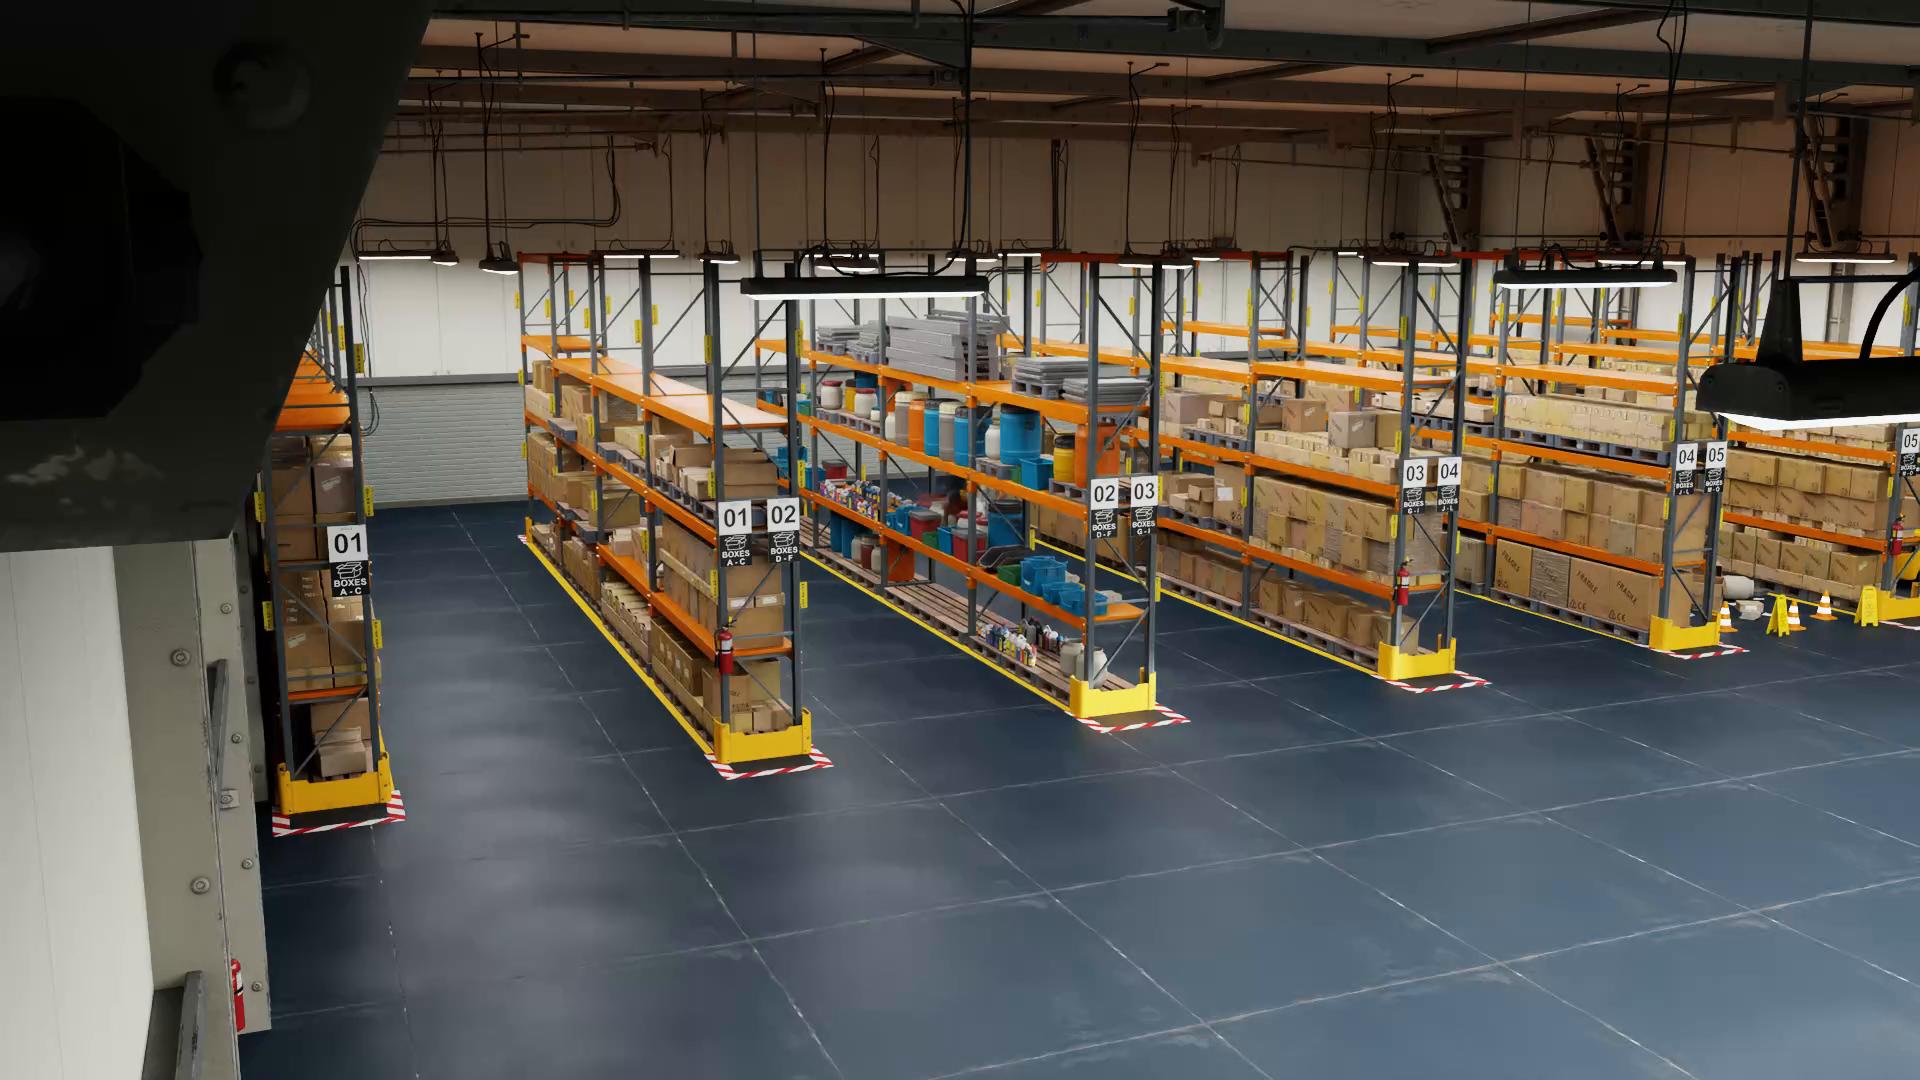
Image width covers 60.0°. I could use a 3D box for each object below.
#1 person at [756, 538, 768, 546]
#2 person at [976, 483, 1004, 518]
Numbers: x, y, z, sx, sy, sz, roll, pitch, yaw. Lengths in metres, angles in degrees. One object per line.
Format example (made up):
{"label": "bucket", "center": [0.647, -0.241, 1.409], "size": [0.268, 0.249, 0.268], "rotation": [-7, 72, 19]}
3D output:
{"label": "person", "center": [-3.271, 0.066, 28.329], "size": [0.622, 1.821, 0.847], "rotation": [-5, 11, -24]}
{"label": "person", "center": [0.518, -0.756, 34.578], "size": [0.706, 1.605, 1.090], "rotation": [-2, 11, -11]}
